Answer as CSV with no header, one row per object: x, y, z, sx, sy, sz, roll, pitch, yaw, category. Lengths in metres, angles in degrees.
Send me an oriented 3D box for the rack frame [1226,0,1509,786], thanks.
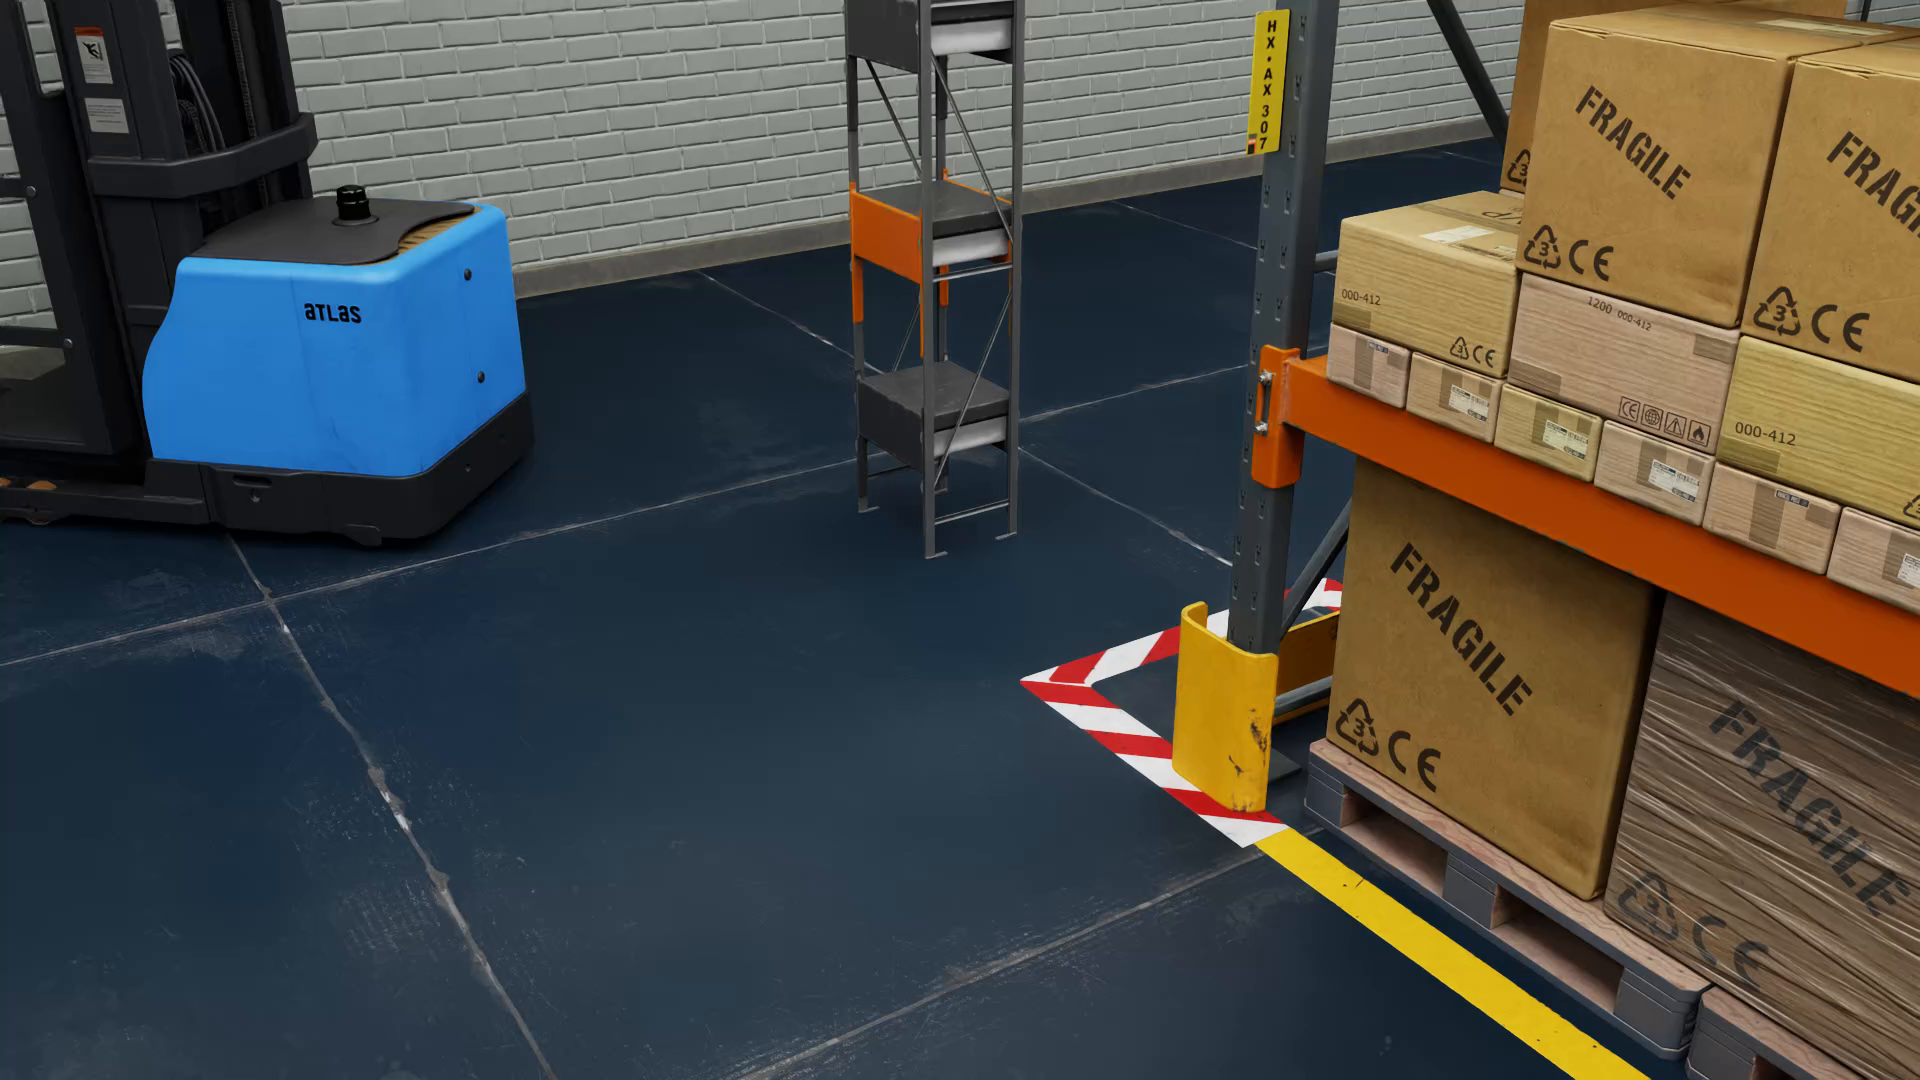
1.190,-0.772,4.371,1.000,3.000,0.127,-16,29,-30,rack frame

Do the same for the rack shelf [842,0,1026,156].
-0.090,-1.629,5.634,0.431,0.518,0.480,-16,29,-30,rack shelf

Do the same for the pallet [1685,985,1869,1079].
2.354,1.193,3.475,1.003,0.211,1.213,-16,29,-30,pallet

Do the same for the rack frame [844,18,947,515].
-0.224,-1.096,6.112,0.400,2.100,0.015,-16,29,-30,rack frame

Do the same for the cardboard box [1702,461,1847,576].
1.670,-0.087,3.215,0.380,0.149,0.250,-16,30,-31,cardboard box

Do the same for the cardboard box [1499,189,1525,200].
1.677,-0.727,4.103,0.500,0.250,0.500,-16,30,-30,cardboard box

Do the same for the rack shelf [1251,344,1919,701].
2.282,0.269,3.009,1.077,0.370,4.000,-16,29,-30,rack shelf

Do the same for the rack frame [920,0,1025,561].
0.043,-0.921,5.742,0.400,2.100,0.015,-16,29,-30,rack frame

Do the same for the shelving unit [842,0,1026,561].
-0.090,-1.009,5.927,0.431,2.100,0.503,-16,29,-30,shelving unit

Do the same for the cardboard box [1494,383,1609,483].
1.388,-0.271,3.605,0.380,0.149,0.250,-16,30,-31,cardboard box

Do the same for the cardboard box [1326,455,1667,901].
1.606,0.210,4.289,0.875,0.875,0.875,-16,29,-30,cardboard box

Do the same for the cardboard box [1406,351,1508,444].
1.248,-0.363,3.799,0.380,0.149,0.250,-16,30,-30,cardboard box

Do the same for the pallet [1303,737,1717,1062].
1.692,0.757,4.399,1.003,0.211,1.213,-16,29,-30,pallet

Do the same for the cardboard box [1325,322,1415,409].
1.107,-0.454,3.992,0.380,0.149,0.250,-15,29,-29,cardboard box

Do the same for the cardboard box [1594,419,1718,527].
1.532,-0.178,3.408,0.380,0.149,0.250,-16,30,-30,cardboard box

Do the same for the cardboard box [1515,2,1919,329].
1.498,-0.764,3.303,0.500,0.500,0.500,-16,30,-31,cardboard box

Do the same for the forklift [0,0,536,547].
-3.337,-1.597,6.200,3.031,2.935,1.130,5,26,10,forklift

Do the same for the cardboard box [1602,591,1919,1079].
2.103,0.535,3.600,0.875,0.875,0.875,-16,29,-30,cardboard box

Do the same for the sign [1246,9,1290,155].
0.721,-1.072,3.899,0.100,0.325,0.005,-16,29,-30,sign

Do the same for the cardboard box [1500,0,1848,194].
1.676,-1.064,3.940,0.500,0.500,0.500,-15,29,-29,cardboard box

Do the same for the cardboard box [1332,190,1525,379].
1.226,-0.604,3.842,0.500,0.250,0.500,-16,30,-31,cardboard box

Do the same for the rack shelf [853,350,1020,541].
-0.090,-0.363,6.232,0.431,0.518,0.480,-16,29,-30,rack shelf

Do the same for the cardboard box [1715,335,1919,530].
1.786,-0.239,3.069,0.500,0.250,0.500,-17,30,-31,cardboard box

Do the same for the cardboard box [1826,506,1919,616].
1.811,0.005,3.019,0.380,0.149,0.250,-16,30,-30,cardboard box

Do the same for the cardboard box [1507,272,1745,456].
1.515,-0.419,3.452,0.500,0.250,0.500,-16,30,-30,cardboard box

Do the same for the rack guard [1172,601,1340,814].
1.177,0.350,4.922,1.175,0.500,0.348,-16,29,-30,rack guard

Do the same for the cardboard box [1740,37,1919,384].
1.786,-0.580,2.914,0.500,0.500,0.500,-16,30,-31,cardboard box

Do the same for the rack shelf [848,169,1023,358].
-0.090,-0.996,5.933,0.431,0.518,0.480,-16,29,-30,rack shelf

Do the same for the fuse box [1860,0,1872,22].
8.235,-4.947,14.725,0.539,1.711,0.414,-16,29,-30,fuse box
